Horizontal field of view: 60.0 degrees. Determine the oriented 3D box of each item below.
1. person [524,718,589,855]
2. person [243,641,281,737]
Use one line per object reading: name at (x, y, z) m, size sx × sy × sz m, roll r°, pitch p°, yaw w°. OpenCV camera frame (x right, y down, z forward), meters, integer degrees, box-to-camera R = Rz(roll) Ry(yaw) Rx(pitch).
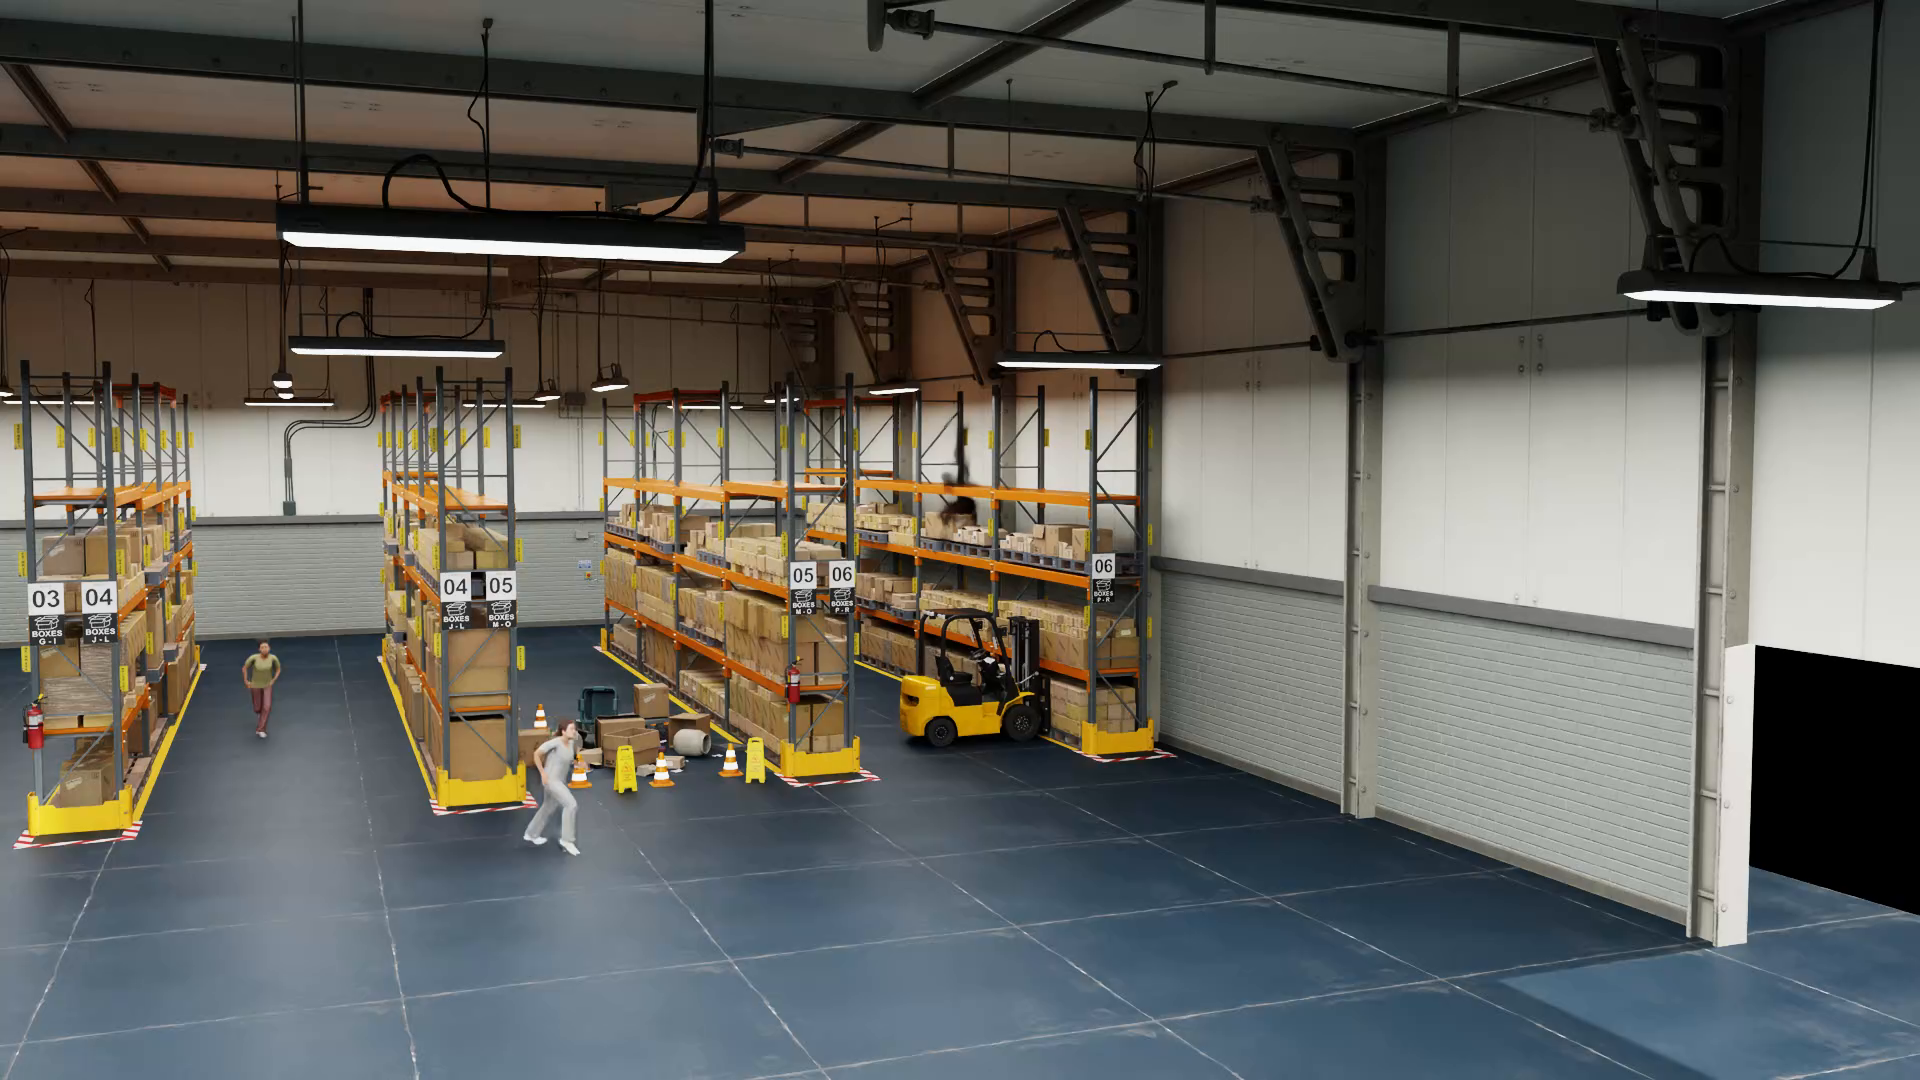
person at (-4.961, 2.984, 20.228) m, size 0.880 × 1.657 × 0.582 m, roll 1°, pitch 4°, yaw 18°
person at (-11.886, 2.511, 28.337) m, size 0.604 × 1.634 × 0.720 m, roll -2°, pitch 4°, yaw -26°
